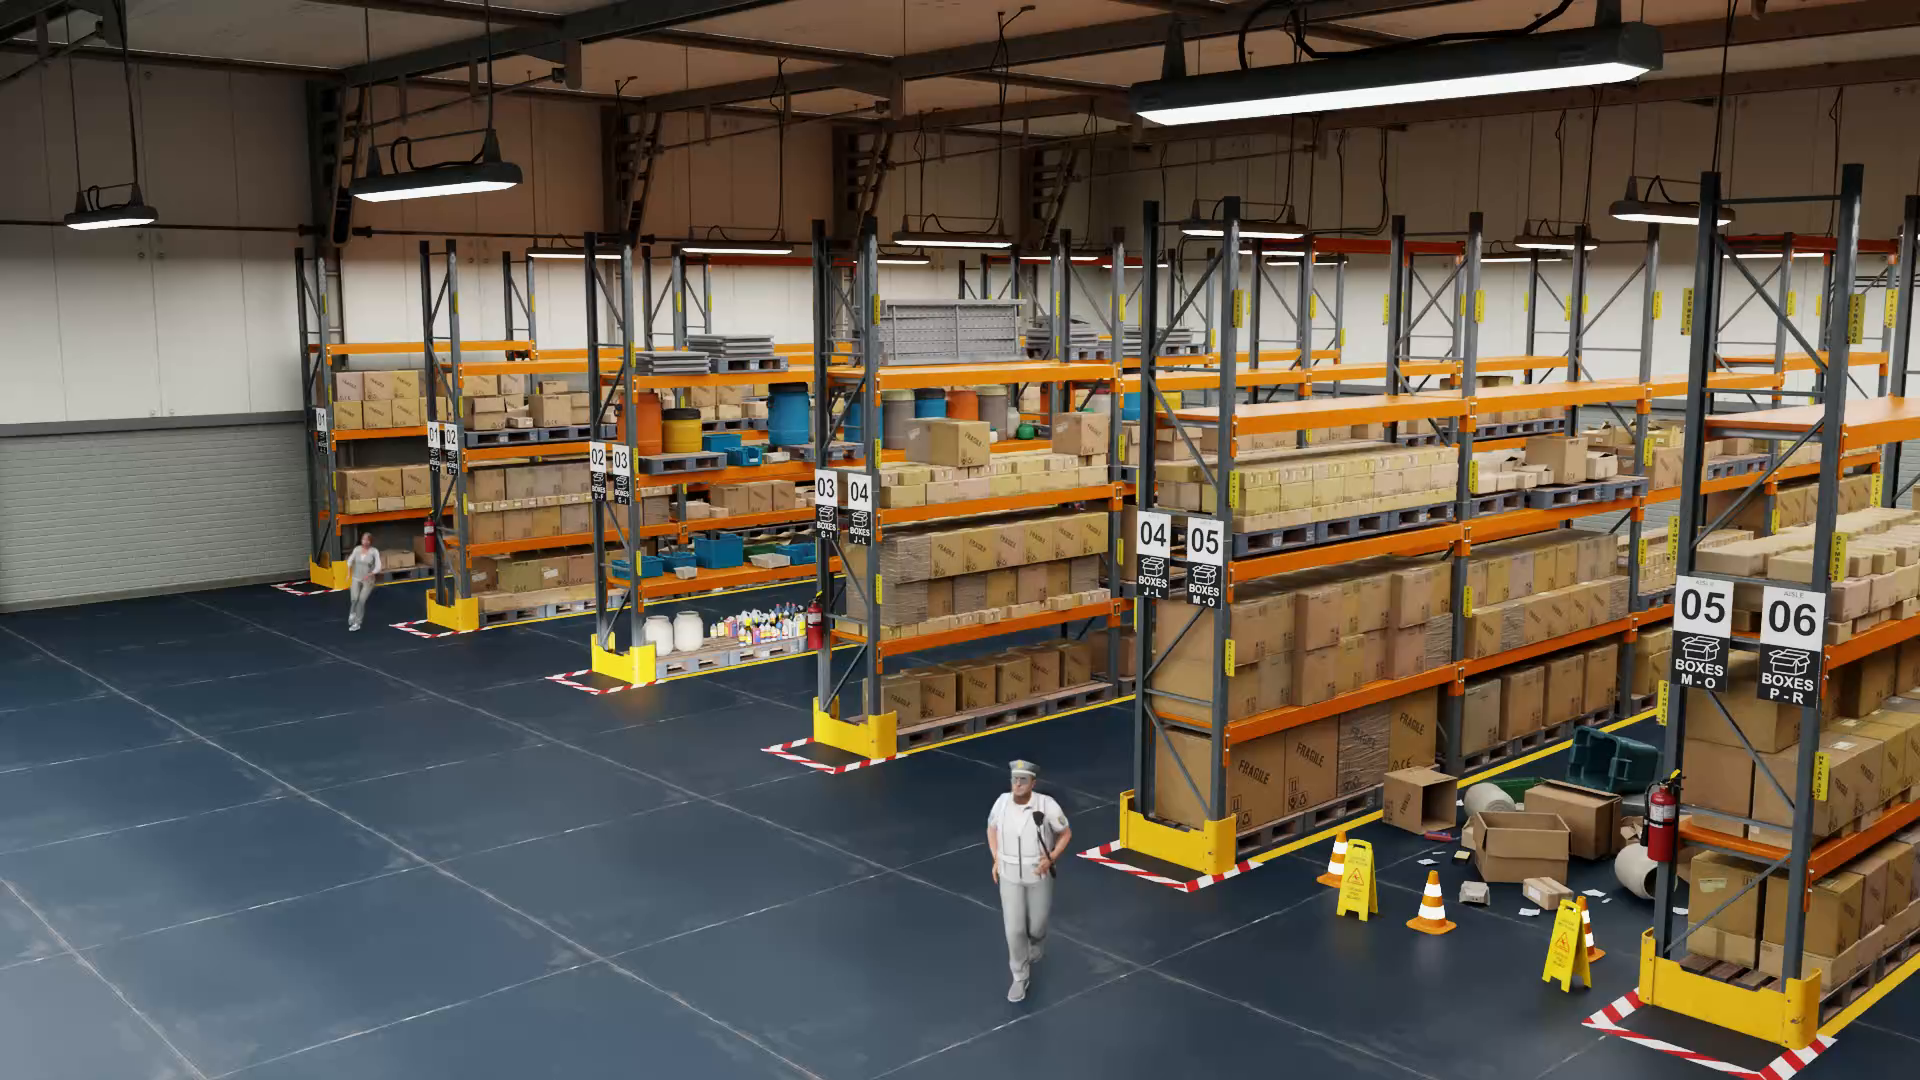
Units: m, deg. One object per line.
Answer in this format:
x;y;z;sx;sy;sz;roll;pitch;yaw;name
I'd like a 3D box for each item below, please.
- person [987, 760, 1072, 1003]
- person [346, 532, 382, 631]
0.505;2.493;12.488;0.656;1.779;0.750;2;9;12;person
-9.218;0.651;25.677;0.556;1.527;0.519;-1;8;-8;person
